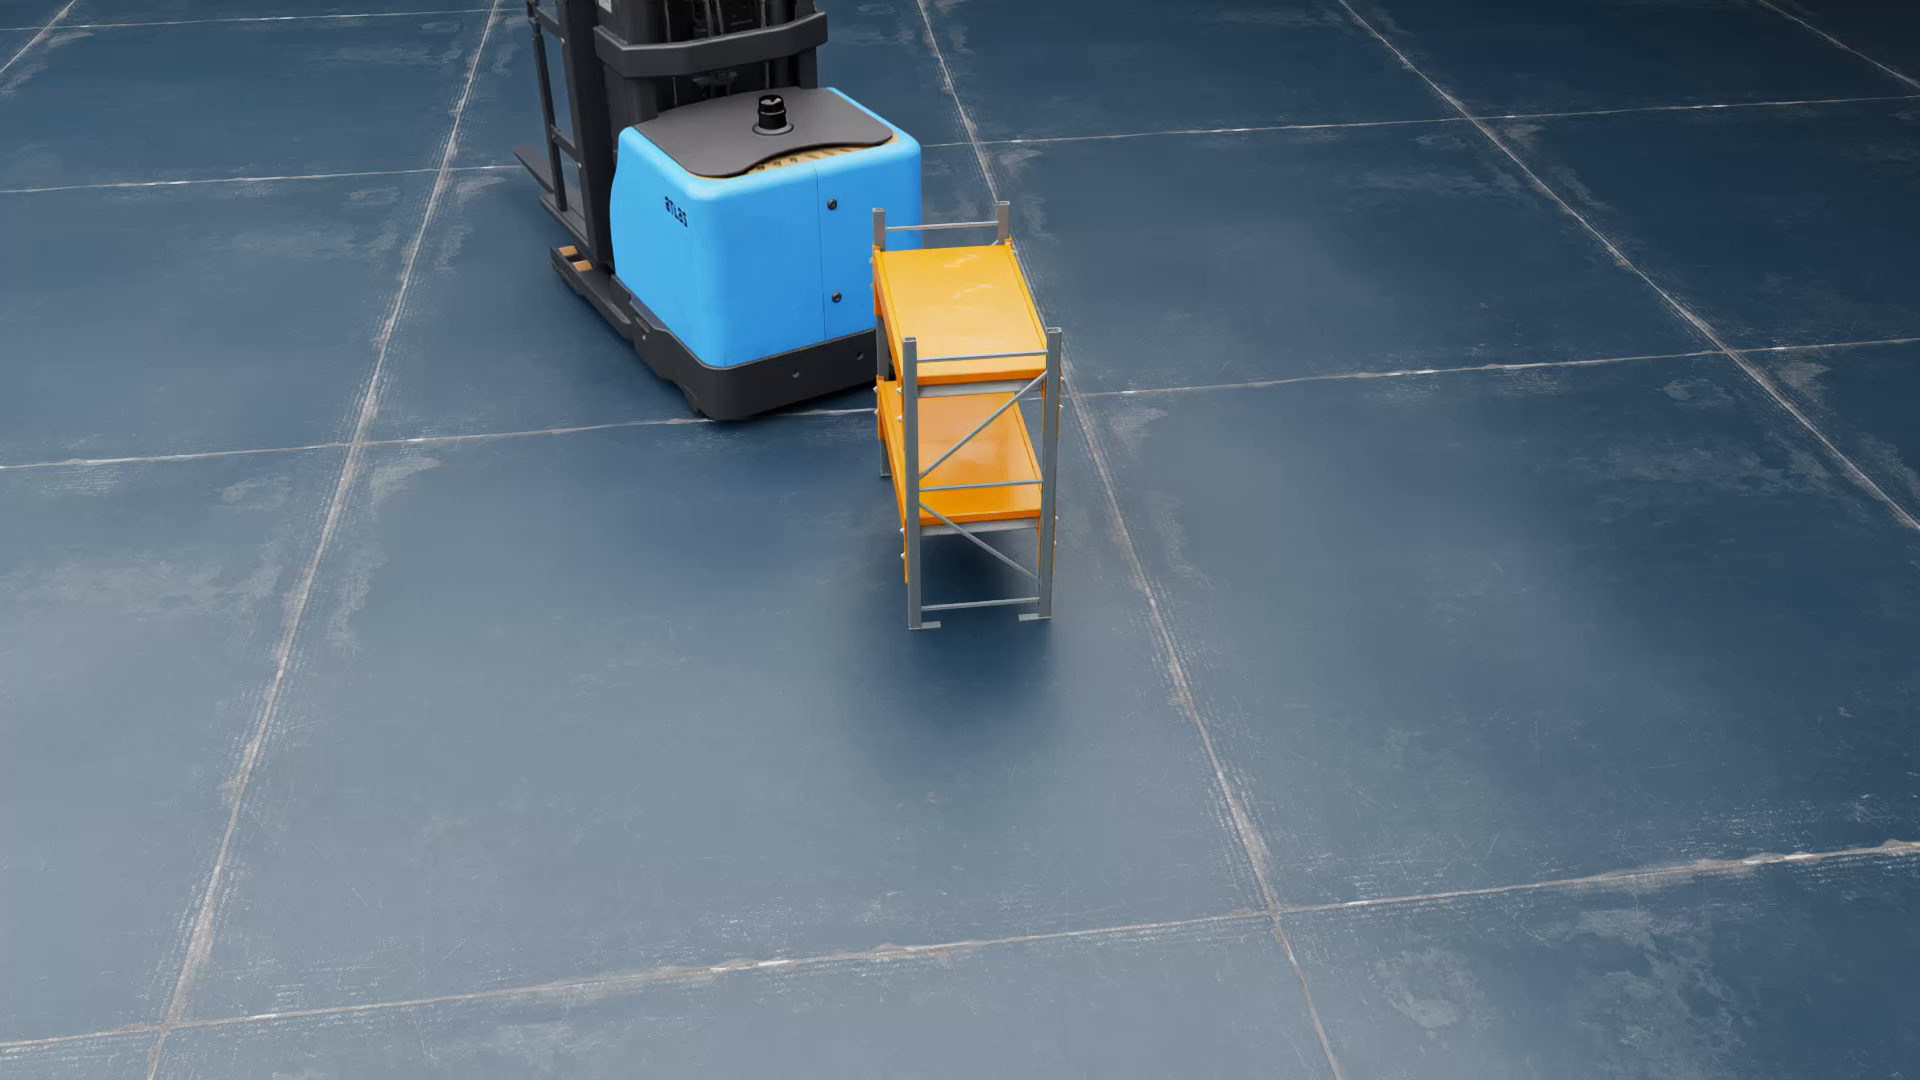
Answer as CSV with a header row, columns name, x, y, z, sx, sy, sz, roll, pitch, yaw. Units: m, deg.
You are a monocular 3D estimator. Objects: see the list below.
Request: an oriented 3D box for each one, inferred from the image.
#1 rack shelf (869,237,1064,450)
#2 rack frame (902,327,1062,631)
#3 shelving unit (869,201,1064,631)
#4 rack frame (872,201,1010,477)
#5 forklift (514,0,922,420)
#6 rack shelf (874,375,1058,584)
name,x,y,z,sx,sy,sz,roll,pitch,yaw
rack shelf,0.001,-0.703,5.763,0.538,0.278,1.000,-4,35,-6
rack frame,0.069,-0.177,5.511,0.500,1.125,0.032,-4,35,-6
shelving unit,0.001,-0.461,5.928,0.538,1.125,1.048,-4,35,-6
rack frame,-0.067,-0.745,6.344,0.500,1.125,0.032,-4,35,-6
forklift,-1.333,-2.504,7.322,1.130,2.935,3.031,-19,38,-25
rack shelf,0.001,-0.259,6.065,0.538,0.278,1.000,-4,35,-6
